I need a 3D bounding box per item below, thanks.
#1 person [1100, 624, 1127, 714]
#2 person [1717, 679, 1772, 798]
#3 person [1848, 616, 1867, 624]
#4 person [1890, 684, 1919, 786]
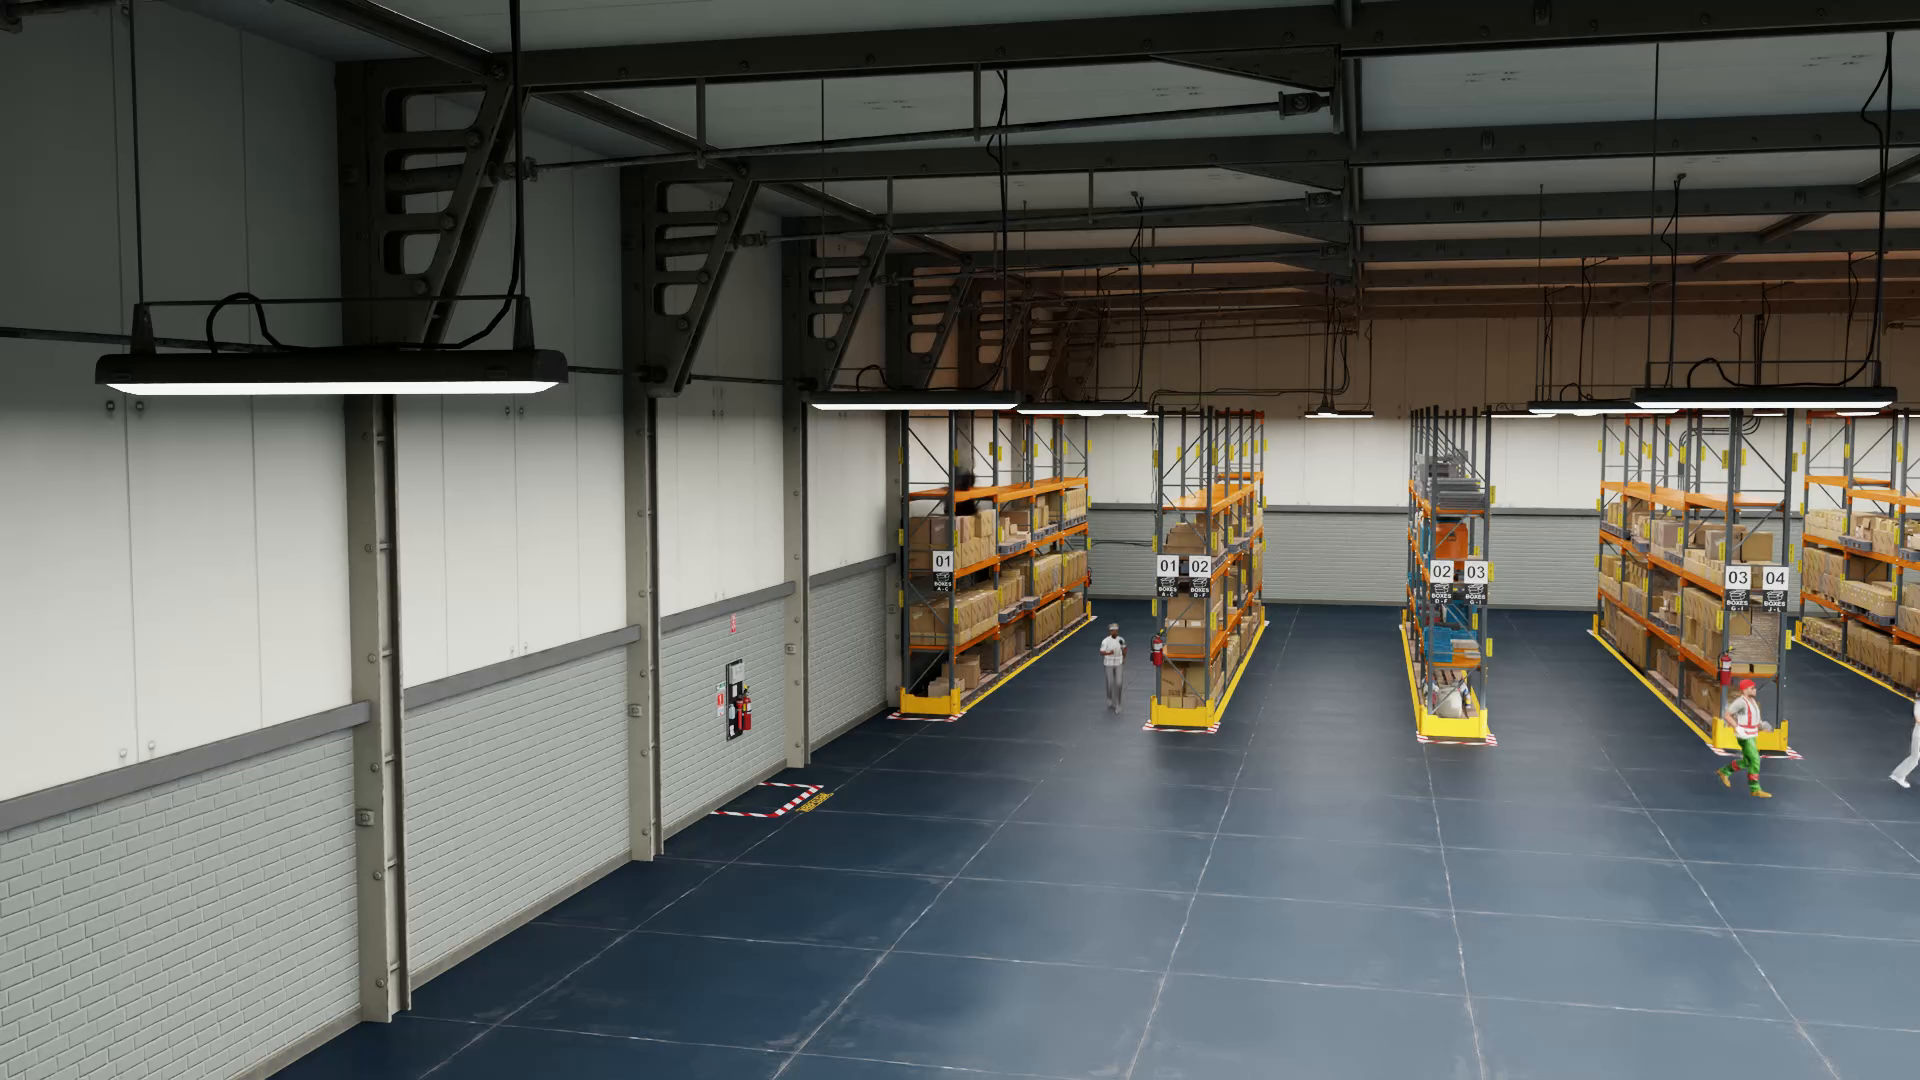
[{"bbox_3d":[3.041,2.511,32.862,0.566,1.736,0.772,0,4,-1],"label":"person"},{"bbox_3d":[11.975,3.001,25.399,0.678,1.770,0.861,-4,6,-42],"label":"person"},{"bbox_3d":[23.866,1.696,44.231,0.849,1.771,0.663,1,4,16],"label":"person"},{"bbox_3d":[14.829,3.052,25.621,0.571,1.713,0.853,-3,5,-36],"label":"person"}]
